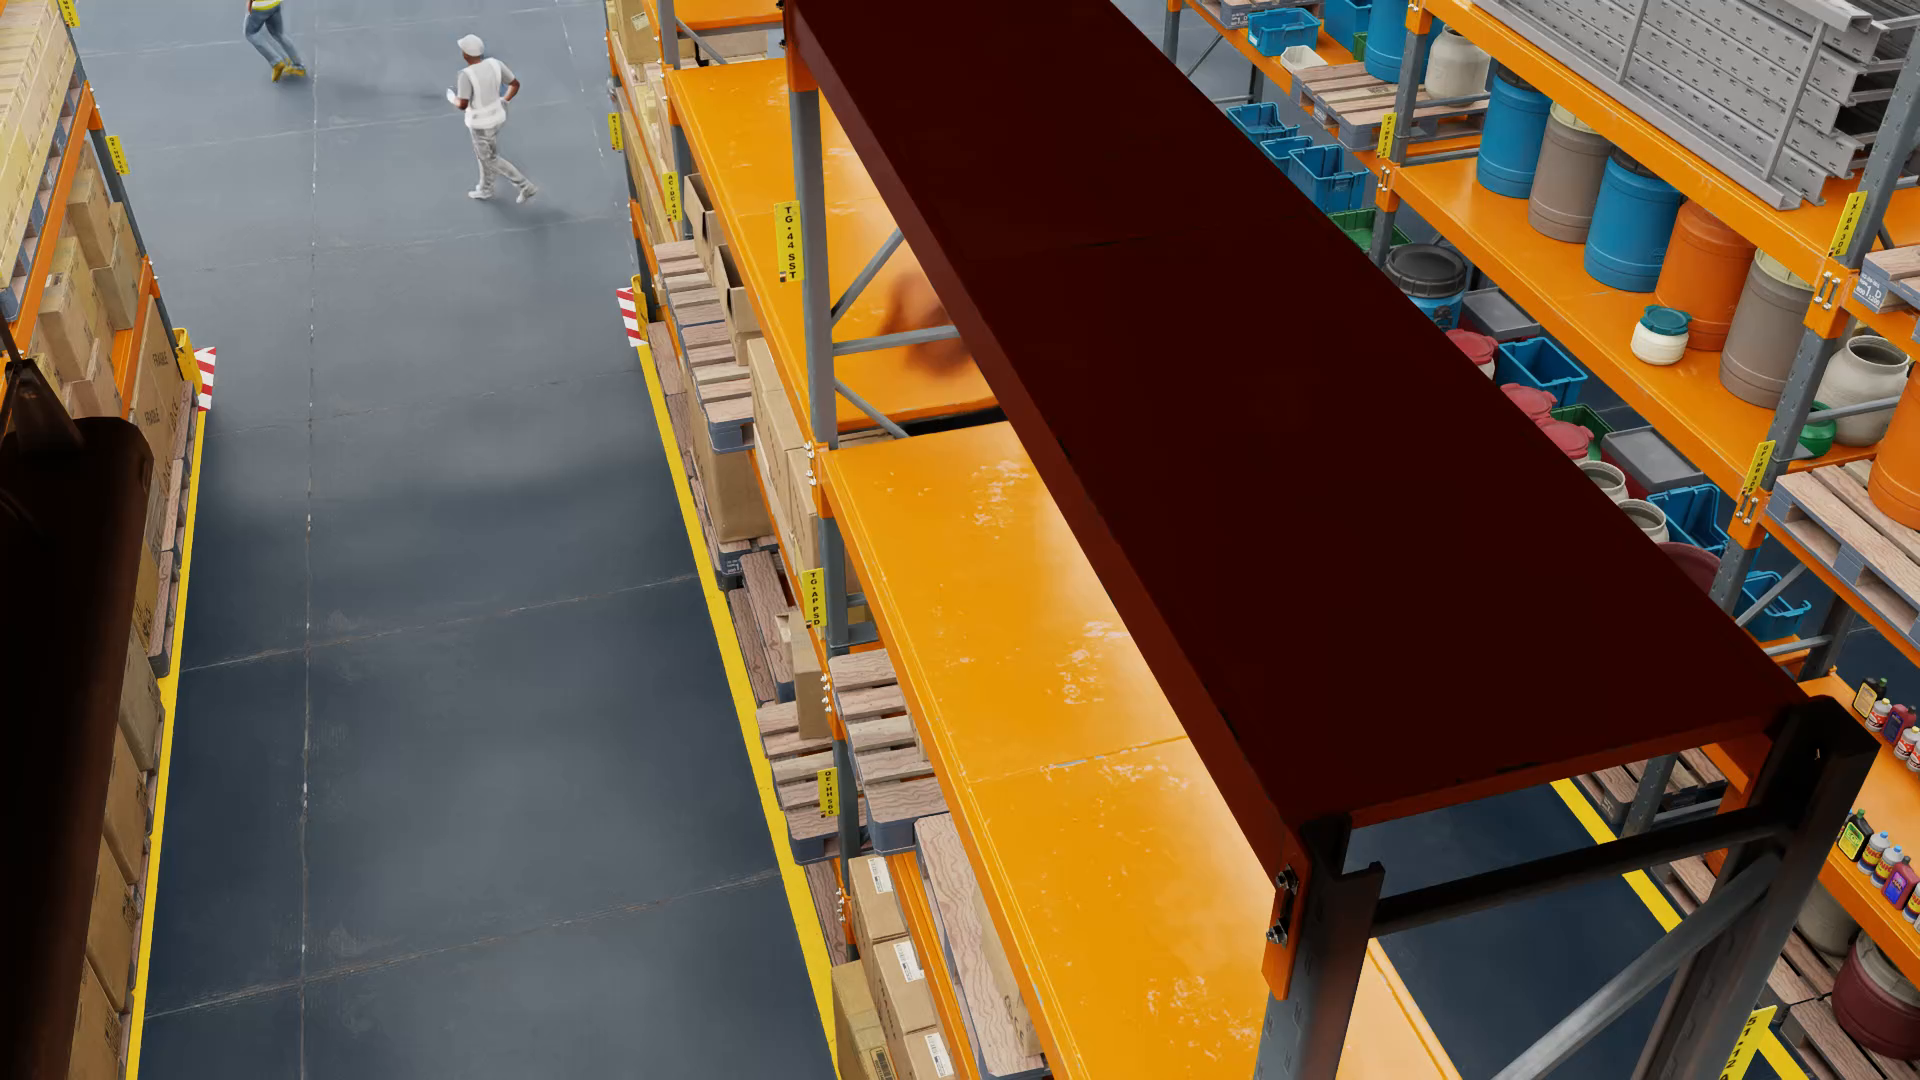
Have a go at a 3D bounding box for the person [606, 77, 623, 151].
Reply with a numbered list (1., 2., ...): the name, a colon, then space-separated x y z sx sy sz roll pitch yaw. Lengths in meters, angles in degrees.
1. person: -3.001 -3.694 16.270 0.828 1.615 0.643 18 42 21

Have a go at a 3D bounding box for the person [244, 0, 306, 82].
1. person: -8.091 -6.190 19.243 0.684 1.781 0.734 10 40 13

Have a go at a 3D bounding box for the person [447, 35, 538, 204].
1. person: -4.745 -4.160 16.636 0.890 1.796 0.665 16 41 19
